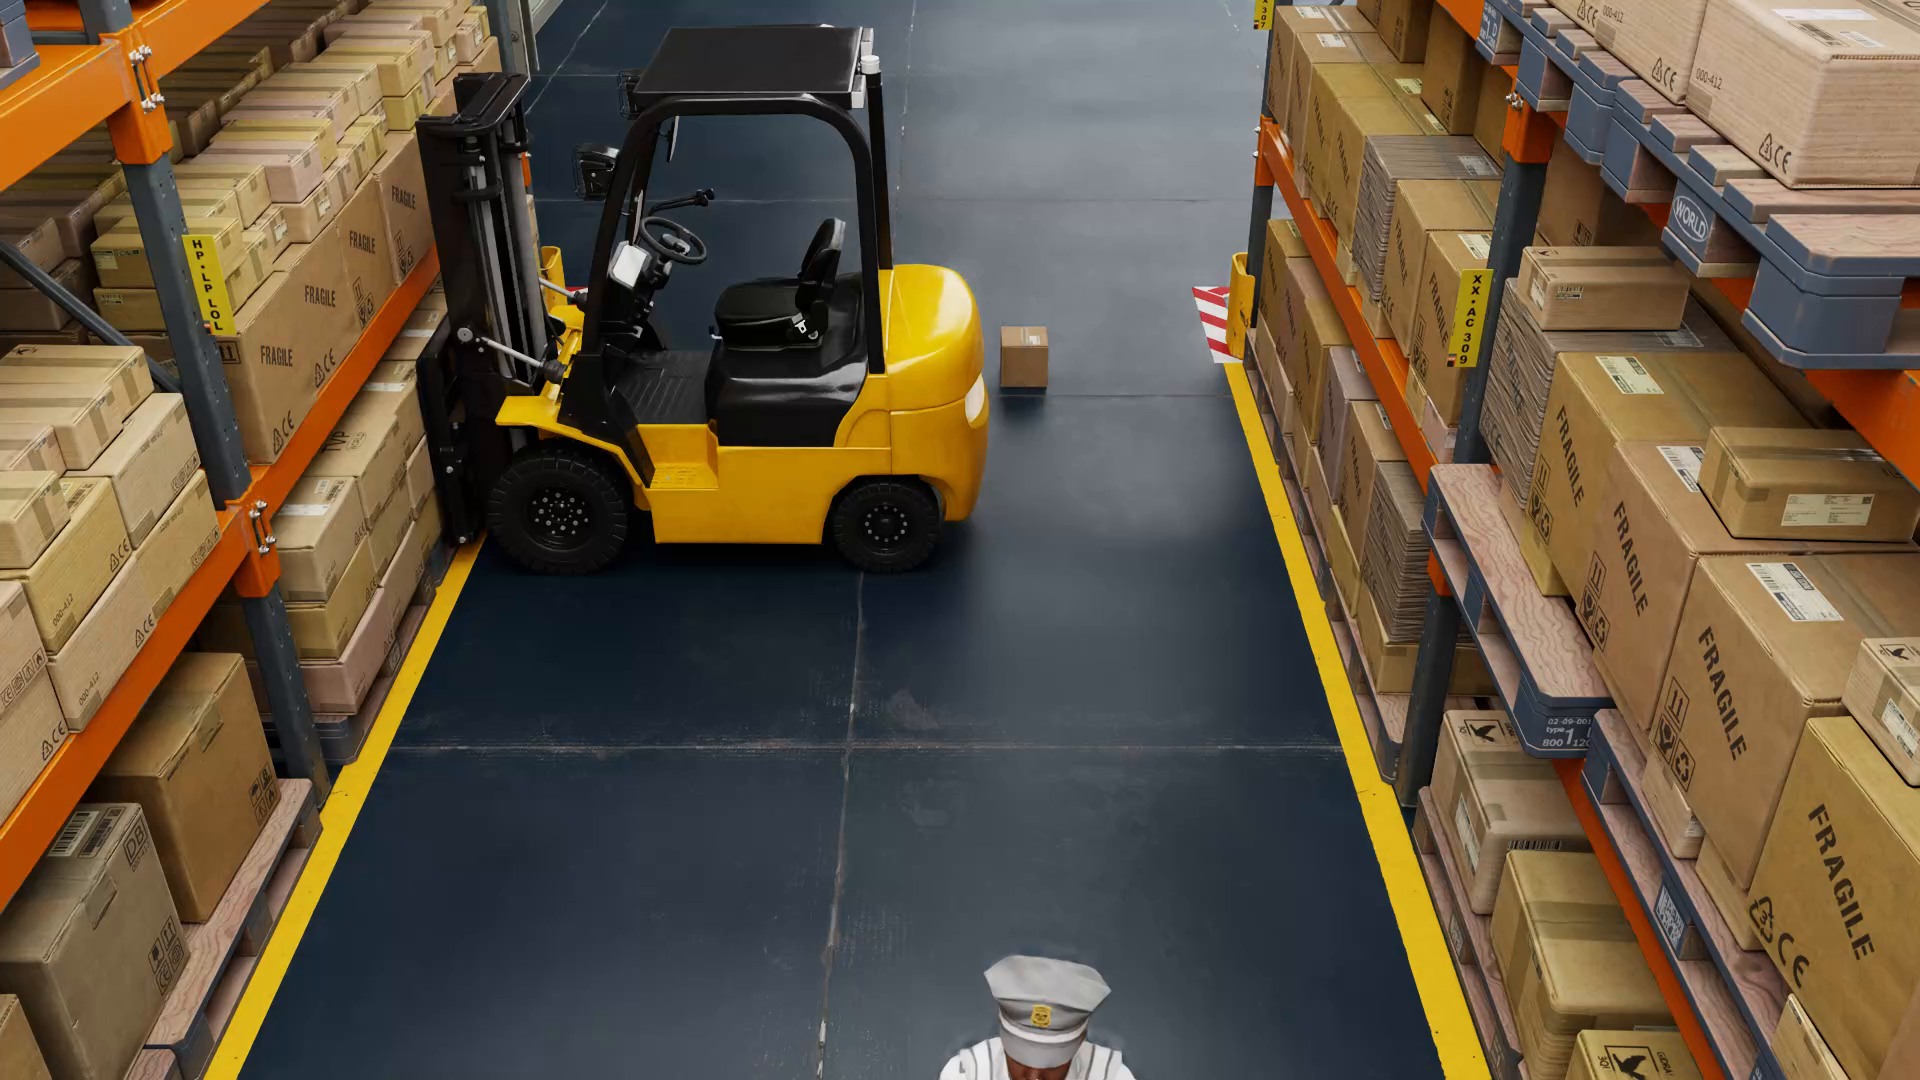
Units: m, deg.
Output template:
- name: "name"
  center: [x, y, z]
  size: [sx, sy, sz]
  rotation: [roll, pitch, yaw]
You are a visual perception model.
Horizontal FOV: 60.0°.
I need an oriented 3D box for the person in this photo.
- name: "person"
  center: [0.176, 1.577, 3.530]
  size: [0.459, 1.636, 0.997]
  rotation: [-2, 32, -2]
